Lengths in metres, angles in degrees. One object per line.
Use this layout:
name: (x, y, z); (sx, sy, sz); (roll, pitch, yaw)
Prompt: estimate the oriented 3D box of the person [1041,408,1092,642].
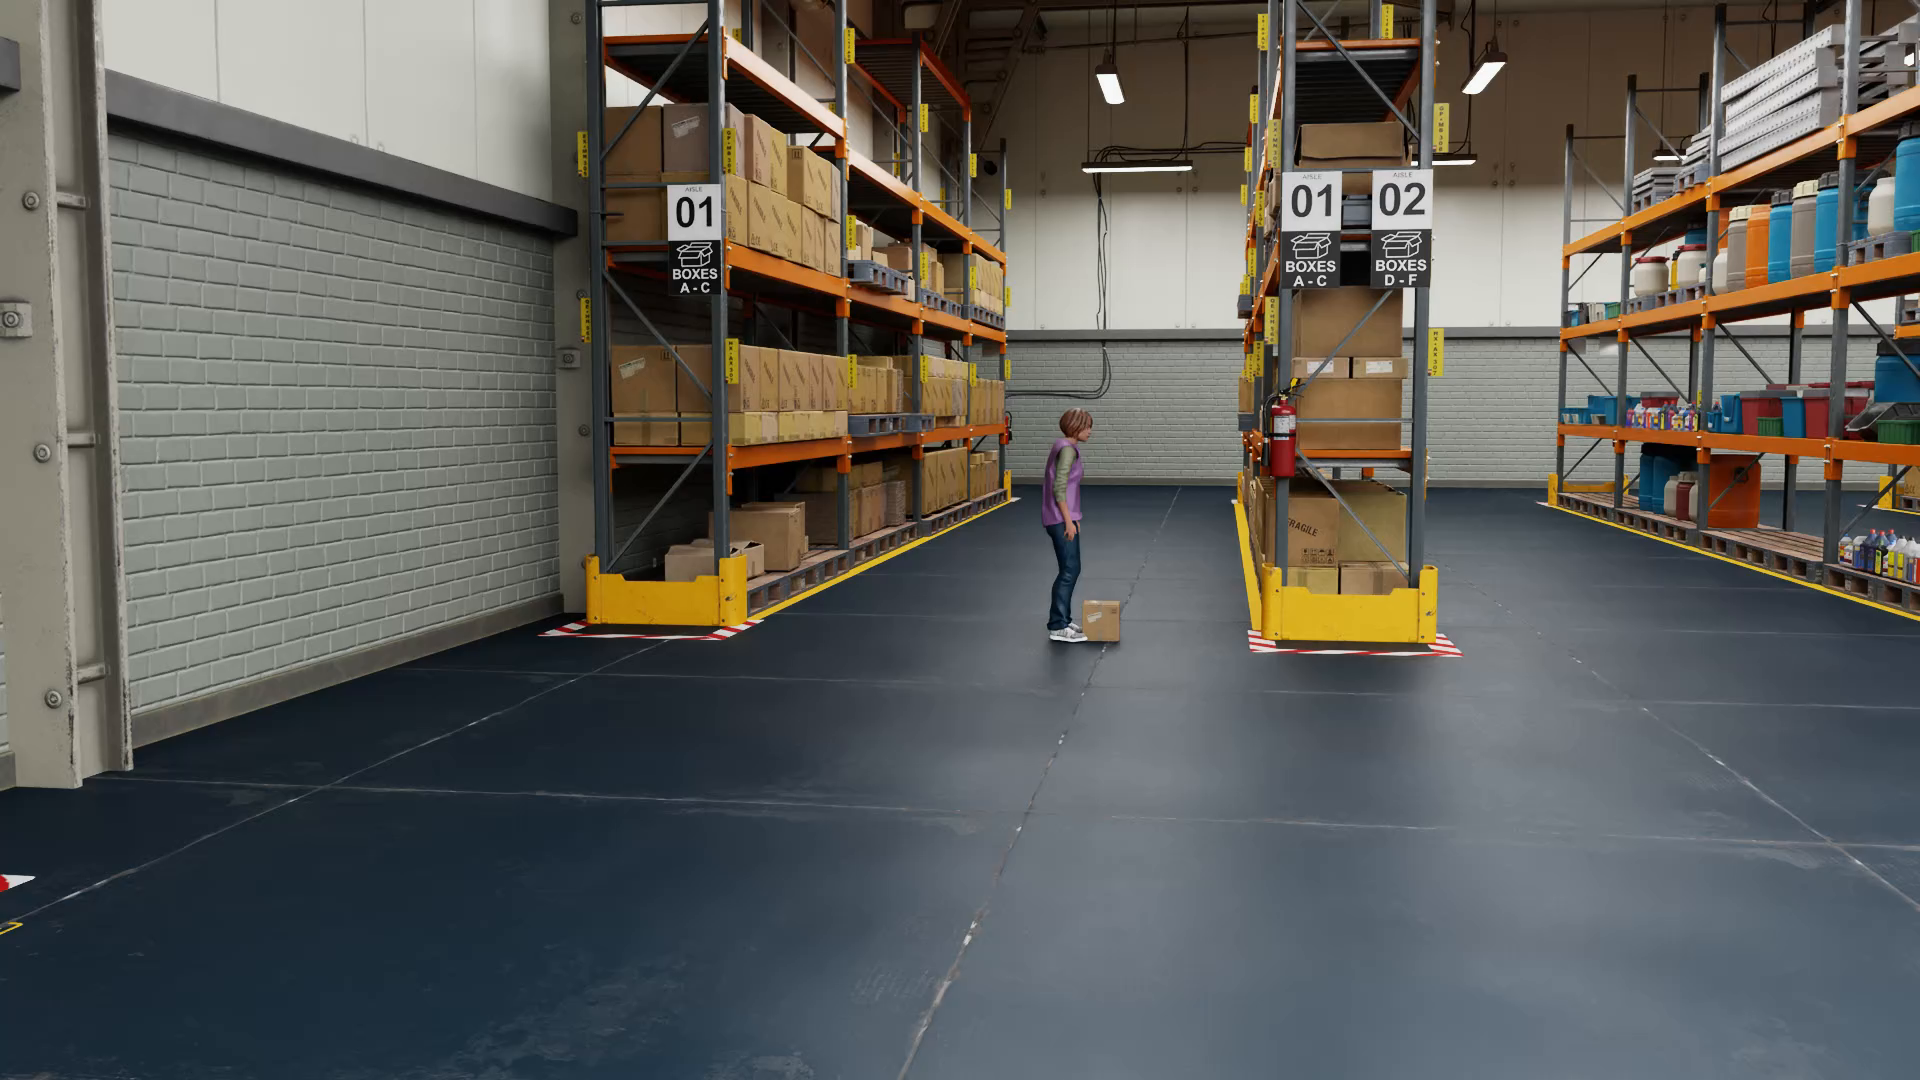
person: (0.736, -0.112, 11.487); (0.343, 1.594, 0.462); (1, 5, 9)
